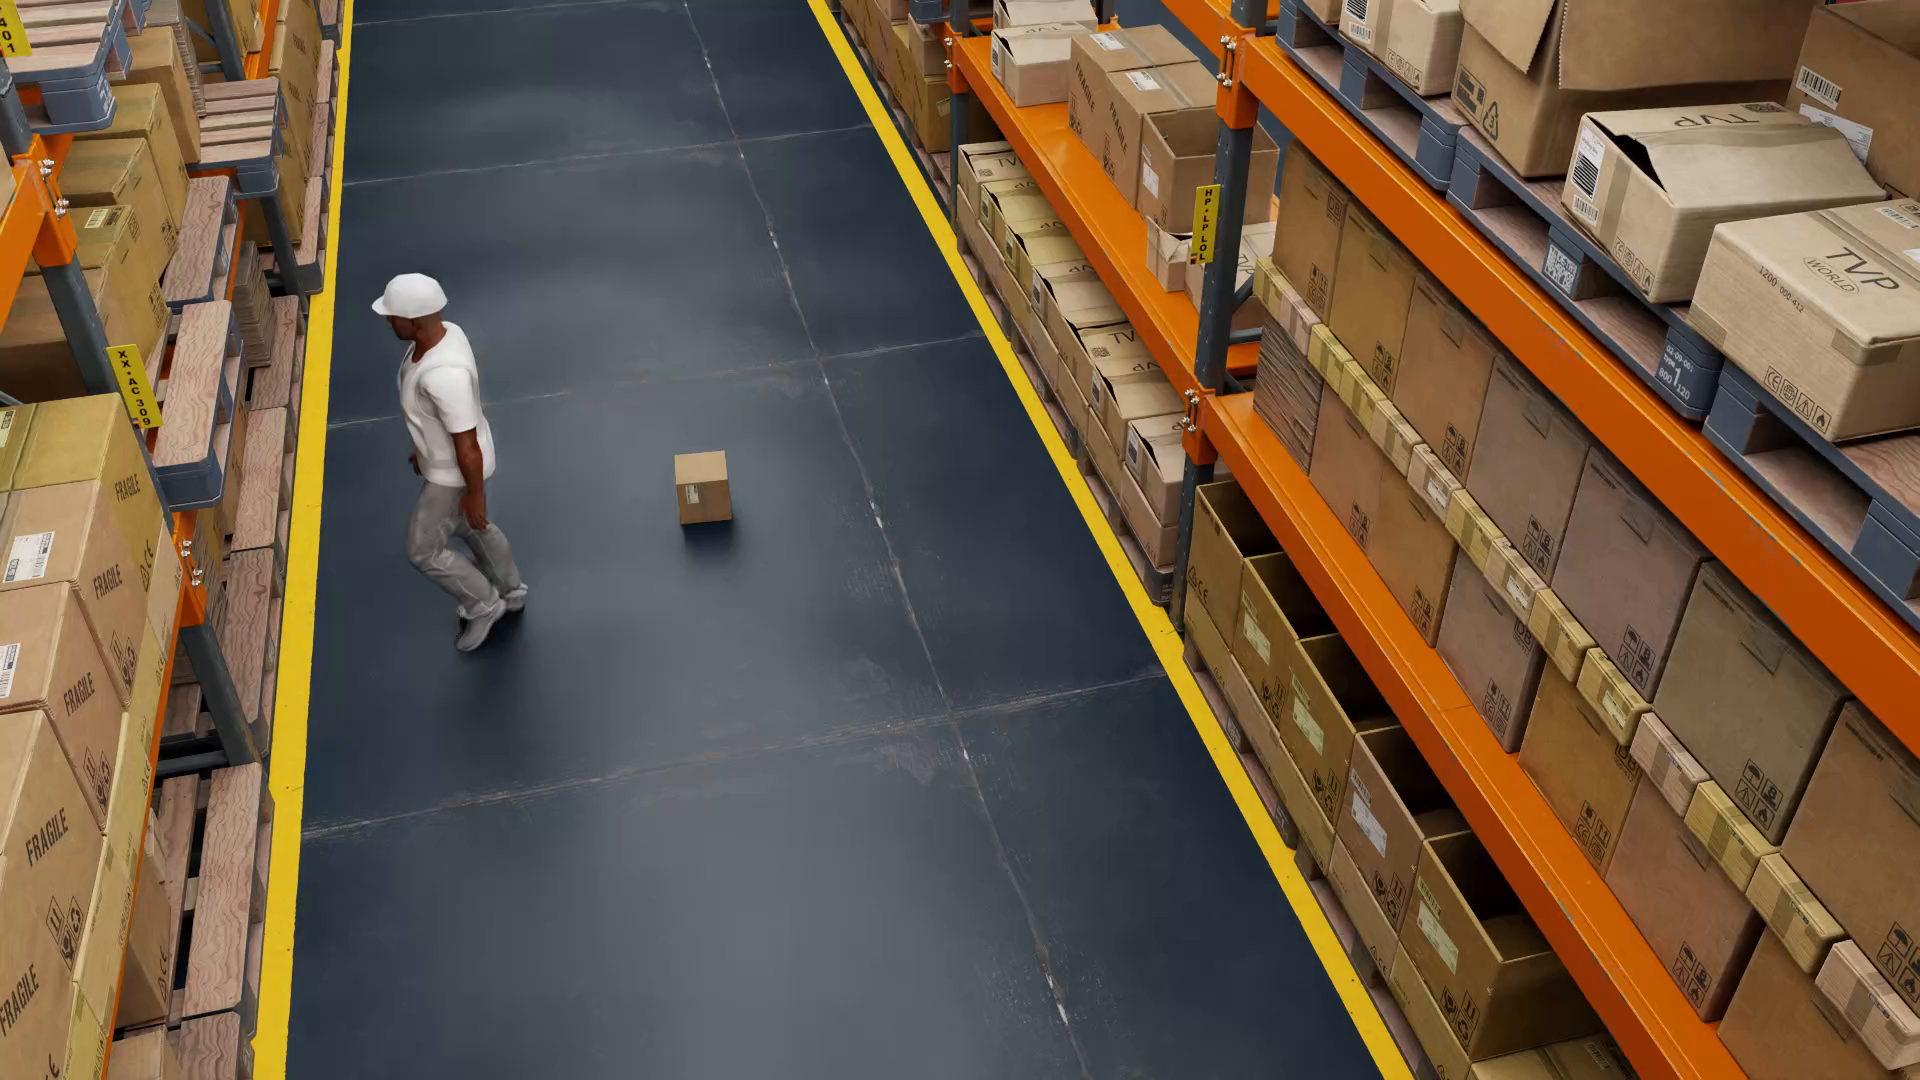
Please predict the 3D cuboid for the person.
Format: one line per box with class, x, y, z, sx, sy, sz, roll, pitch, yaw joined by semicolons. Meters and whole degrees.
person;-2.190;-0.306;7.088;0.457;1.805;0.635;-10;39;-12
